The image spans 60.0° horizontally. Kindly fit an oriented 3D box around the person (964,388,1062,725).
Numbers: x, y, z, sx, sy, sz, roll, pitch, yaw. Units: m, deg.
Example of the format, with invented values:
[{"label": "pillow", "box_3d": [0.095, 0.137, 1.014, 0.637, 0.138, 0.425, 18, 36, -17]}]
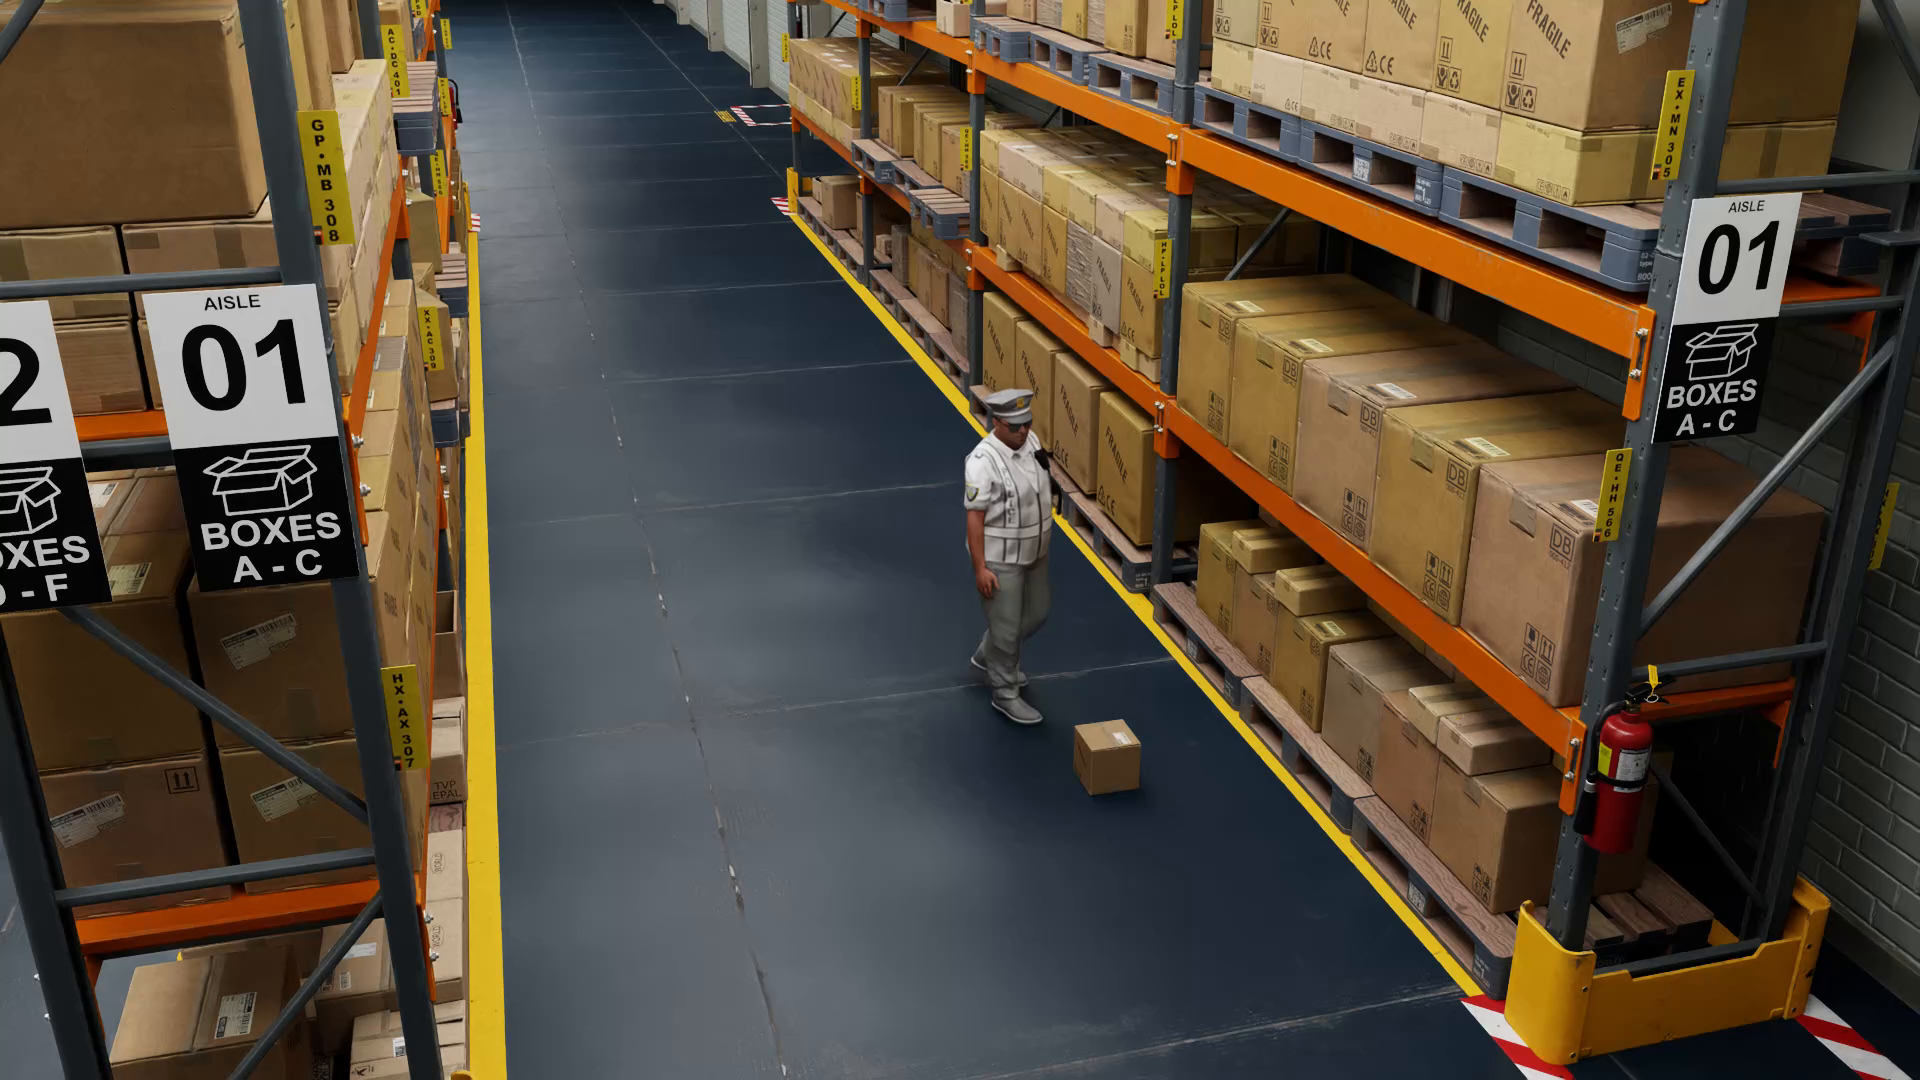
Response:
[{"label": "person", "box_3d": [0.229, 0.058, 8.442, 0.584, 1.747, 0.549, 17, 28, 35]}]
